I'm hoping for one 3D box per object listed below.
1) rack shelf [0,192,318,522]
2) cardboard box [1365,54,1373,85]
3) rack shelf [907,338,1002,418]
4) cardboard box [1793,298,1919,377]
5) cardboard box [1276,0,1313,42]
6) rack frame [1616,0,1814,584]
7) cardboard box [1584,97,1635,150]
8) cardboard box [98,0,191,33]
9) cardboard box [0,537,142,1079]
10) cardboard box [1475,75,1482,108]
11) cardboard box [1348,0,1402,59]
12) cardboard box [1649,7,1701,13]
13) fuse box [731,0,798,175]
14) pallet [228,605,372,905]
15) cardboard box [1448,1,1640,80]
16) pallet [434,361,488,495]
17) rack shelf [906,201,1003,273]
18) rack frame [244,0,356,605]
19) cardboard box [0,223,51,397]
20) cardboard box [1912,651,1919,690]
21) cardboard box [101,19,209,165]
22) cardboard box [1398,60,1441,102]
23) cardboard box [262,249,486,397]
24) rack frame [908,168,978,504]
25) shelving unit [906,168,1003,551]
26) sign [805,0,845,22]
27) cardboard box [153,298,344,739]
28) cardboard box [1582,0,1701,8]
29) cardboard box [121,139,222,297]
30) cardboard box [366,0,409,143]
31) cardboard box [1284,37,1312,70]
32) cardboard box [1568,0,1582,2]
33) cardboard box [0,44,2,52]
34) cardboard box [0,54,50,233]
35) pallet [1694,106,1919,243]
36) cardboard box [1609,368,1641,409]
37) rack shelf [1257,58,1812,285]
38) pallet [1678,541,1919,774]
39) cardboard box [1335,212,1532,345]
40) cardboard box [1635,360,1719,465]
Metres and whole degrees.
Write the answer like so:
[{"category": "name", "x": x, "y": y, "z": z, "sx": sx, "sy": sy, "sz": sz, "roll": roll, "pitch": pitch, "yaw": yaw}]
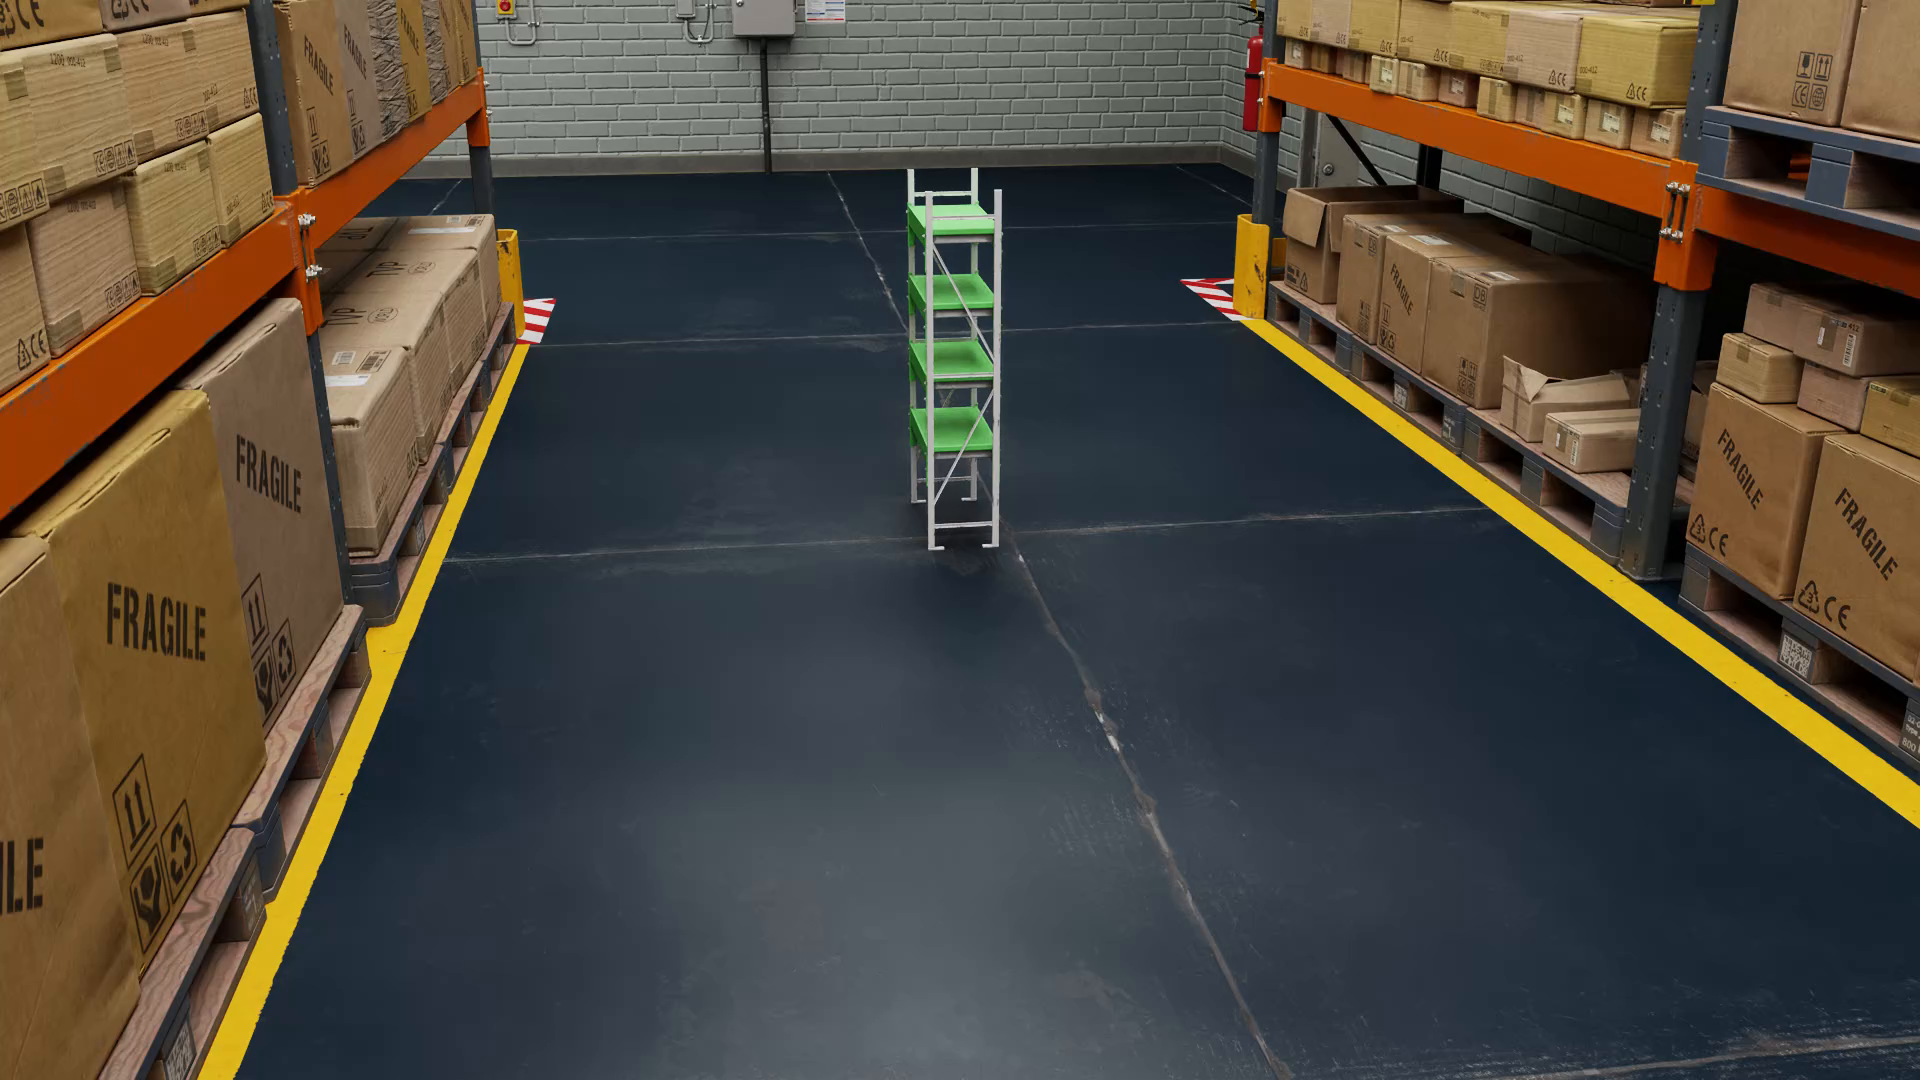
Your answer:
[{"category": "rack shelf", "x": -1.967, "y": -0.030, "z": 2.536, "sx": 1.077, "sy": 0.370, "sz": 4.000, "roll": -3, "pitch": 21, "yaw": -8}, {"category": "cardboard box", "x": 2.030, "y": -2.093, "z": 7.392, "sx": 0.380, "sy": 0.149, "sz": 0.250, "roll": -3, "pitch": 21, "yaw": -7}, {"category": "rack shelf", "x": -0.024, "y": -0.560, "z": 5.682, "sx": 0.258, "sy": 0.148, "sz": 0.480, "roll": -3, "pitch": 21, "yaw": -8}, {"category": "cardboard box", "x": 2.529, "y": -0.554, "z": 4.534, "sx": 0.380, "sy": 0.149, "sz": 0.250, "roll": -4, "pitch": 21, "yaw": -10}, {"category": "cardboard box", "x": 1.878, "y": -2.594, "z": 8.164, "sx": 0.500, "sy": 0.250, "sz": 0.500, "roll": -3, "pitch": 21, "yaw": -7}, {"category": "rack frame", "x": 2.656, "y": -1.311, "z": 4.938, "sx": 1.000, "sy": 3.000, "sz": 0.127, "roll": -3, "pitch": 21, "yaw": -8}, {"category": "cardboard box", "x": 2.301, "y": -1.380, "z": 5.482, "sx": 0.380, "sy": 0.149, "sz": 0.250, "roll": -2, "pitch": 21, "yaw": -6}, {"category": "cardboard box", "x": -1.860, "y": -1.254, "z": 3.213, "sx": 0.500, "sy": 0.500, "sz": 0.500, "roll": -3, "pitch": 21, "yaw": -7}, {"category": "cardboard box", "x": -1.820, "y": 0.572, "z": 2.334, "sx": 0.875, "sy": 0.875, "sz": 0.875, "roll": -3, "pitch": 21, "yaw": -7}, {"category": "cardboard box", "x": 2.238, "y": -1.743, "z": 6.454, "sx": 0.380, "sy": 0.149, "sz": 0.250, "roll": -3, "pitch": 21, "yaw": -7}, {"category": "cardboard box", "x": 2.028, "y": -2.244, "z": 7.227, "sx": 0.500, "sy": 0.250, "sz": 0.500, "roll": -3, "pitch": 21, "yaw": -9}, {"category": "cardboard box", "x": 2.773, "y": -1.738, "z": 5.872, "sx": 0.500, "sy": 0.250, "sz": 0.500, "roll": -3, "pitch": 21, "yaw": -8}, {"category": "fuse box", "x": -1.568, "y": -3.847, "z": 13.571, "sx": 0.539, "sy": 1.711, "sz": 0.414, "roll": -3, "pitch": 21, "yaw": -8}, {"category": "pallet", "x": -2.069, "y": 0.511, "z": 4.047, "sx": 1.003, "sy": 0.211, "sz": 1.213, "roll": -3, "pitch": 21, "yaw": -8}, {"category": "cardboard box", "x": 2.196, "y": -1.890, "z": 6.278, "sx": 0.500, "sy": 0.250, "sz": 0.500, "roll": -3, "pitch": 21, "yaw": -8}, {"category": "pallet", "x": -2.467, "y": -0.443, "z": 6.601, "sx": 1.003, "sy": 0.211, "sz": 1.213, "roll": -3, "pitch": 21, "yaw": -8}, {"category": "rack shelf", "x": -0.024, "y": -1.009, "z": 5.514, "sx": 0.258, "sy": 0.148, "sz": 0.480, "roll": -3, "pitch": 21, "yaw": -8}, {"category": "rack frame", "x": -2.255, "y": -1.059, "z": 4.265, "sx": 1.000, "sy": 3.000, "sz": 0.127, "roll": -3, "pitch": 21, "yaw": -8}, {"category": "cardboard box", "x": -1.736, "y": -0.316, "z": 2.488, "sx": 0.500, "sy": 0.250, "sz": 0.500, "roll": -3, "pitch": 21, "yaw": -8}, {"category": "cardboard box", "x": 2.657, "y": 0.199, "z": 3.868, "sx": 0.500, "sy": 0.500, "sz": 0.500, "roll": -4, "pitch": 21, "yaw": -9}, {"category": "cardboard box", "x": -1.872, "y": -0.910, "z": 3.365, "sx": 0.500, "sy": 0.250, "sz": 0.500, "roll": -2, "pitch": 21, "yaw": -6}, {"category": "cardboard box", "x": 2.050, "y": -1.912, "z": 6.906, "sx": 0.380, "sy": 0.149, "sz": 0.250, "roll": -2, "pitch": 21, "yaw": -7}, {"category": "cardboard box", "x": -2.497, "y": -0.901, "z": 6.902, "sx": 0.875, "sy": 0.438, "sz": 0.875, "roll": -2, "pitch": 21, "yaw": -6}, {"category": "rack frame", "x": -0.059, "y": -0.704, "z": 5.886, "sx": 0.240, "sy": 1.200, "sz": 0.015, "roll": -3, "pitch": 21, "yaw": -8}, {"category": "shelving unit", "x": -0.024, "y": -0.619, "z": 5.660, "sx": 0.258, "sy": 1.200, "sz": 0.503, "roll": -3, "pitch": 21, "yaw": -8}, {"category": "sign", "x": -1.109, "y": -4.503, "z": 13.620, "sx": 0.329, "sy": 0.494, "sz": 0.001, "roll": -3, "pitch": 21, "yaw": -8}, {"category": "cardboard box", "x": -2.087, "y": -0.050, "z": 3.999, "sx": 0.875, "sy": 0.875, "sz": 0.875, "roll": -2, "pitch": 21, "yaw": -6}, {"category": "cardboard box", "x": 2.705, "y": -2.260, "z": 6.198, "sx": 0.500, "sy": 0.500, "sz": 0.500, "roll": -3, "pitch": 21, "yaw": -9}, {"category": "cardboard box", "x": -1.869, "y": -0.670, "z": 3.437, "sx": 0.500, "sy": 0.250, "sz": 0.500, "roll": -3, "pitch": 21, "yaw": -9}, {"category": "cardboard box", "x": -2.198, "y": -1.629, "z": 5.646, "sx": 0.500, "sy": 0.500, "sz": 0.500, "roll": -3, "pitch": 21, "yaw": -7}, {"category": "cardboard box", "x": 1.855, "y": -2.450, "z": 8.349, "sx": 0.380, "sy": 0.149, "sz": 0.250, "roll": -3, "pitch": 21, "yaw": -8}, {"category": "cardboard box", "x": 2.623, "y": -2.088, "z": 6.807, "sx": 0.500, "sy": 0.250, "sz": 0.500, "roll": -3, "pitch": 21, "yaw": -8}, {"category": "cardboard box", "x": -1.717, "y": -0.899, "z": 2.263, "sx": 0.500, "sy": 0.500, "sz": 0.500, "roll": -3, "pitch": 21, "yaw": -7}, {"category": "cardboard box", "x": -1.700, "y": -0.554, "z": 2.413, "sx": 0.500, "sy": 0.250, "sz": 0.500, "roll": -3, "pitch": 21, "yaw": -7}, {"category": "pallet", "x": 2.663, "y": -0.939, "z": 4.216, "sx": 1.003, "sy": 0.211, "sz": 1.213, "roll": -3, "pitch": 21, "yaw": -8}, {"category": "cardboard box", "x": 2.732, "y": -0.563, "z": 6.410, "sx": 0.380, "sy": 0.149, "sz": 0.250, "roll": -3, "pitch": 21, "yaw": -8}, {"category": "rack shelf", "x": 2.368, "y": -1.666, "z": 6.918, "sx": 1.077, "sy": 0.370, "sz": 4.000, "roll": -3, "pitch": 21, "yaw": -8}, {"category": "pallet", "x": 2.811, "y": 0.275, "z": 4.677, "sx": 1.003, "sy": 0.211, "sz": 1.213, "roll": -3, "pitch": 21, "yaw": -8}, {"category": "cardboard box", "x": 2.159, "y": -1.207, "z": 7.633, "sx": 0.700, "sy": 0.500, "sz": 0.500, "roll": -2, "pitch": 21, "yaw": -6}, {"category": "cardboard box", "x": 2.795, "y": -0.489, "z": 5.980, "sx": 0.500, "sy": 0.311, "sz": 0.500, "roll": -2, "pitch": 21, "yaw": -6}]
